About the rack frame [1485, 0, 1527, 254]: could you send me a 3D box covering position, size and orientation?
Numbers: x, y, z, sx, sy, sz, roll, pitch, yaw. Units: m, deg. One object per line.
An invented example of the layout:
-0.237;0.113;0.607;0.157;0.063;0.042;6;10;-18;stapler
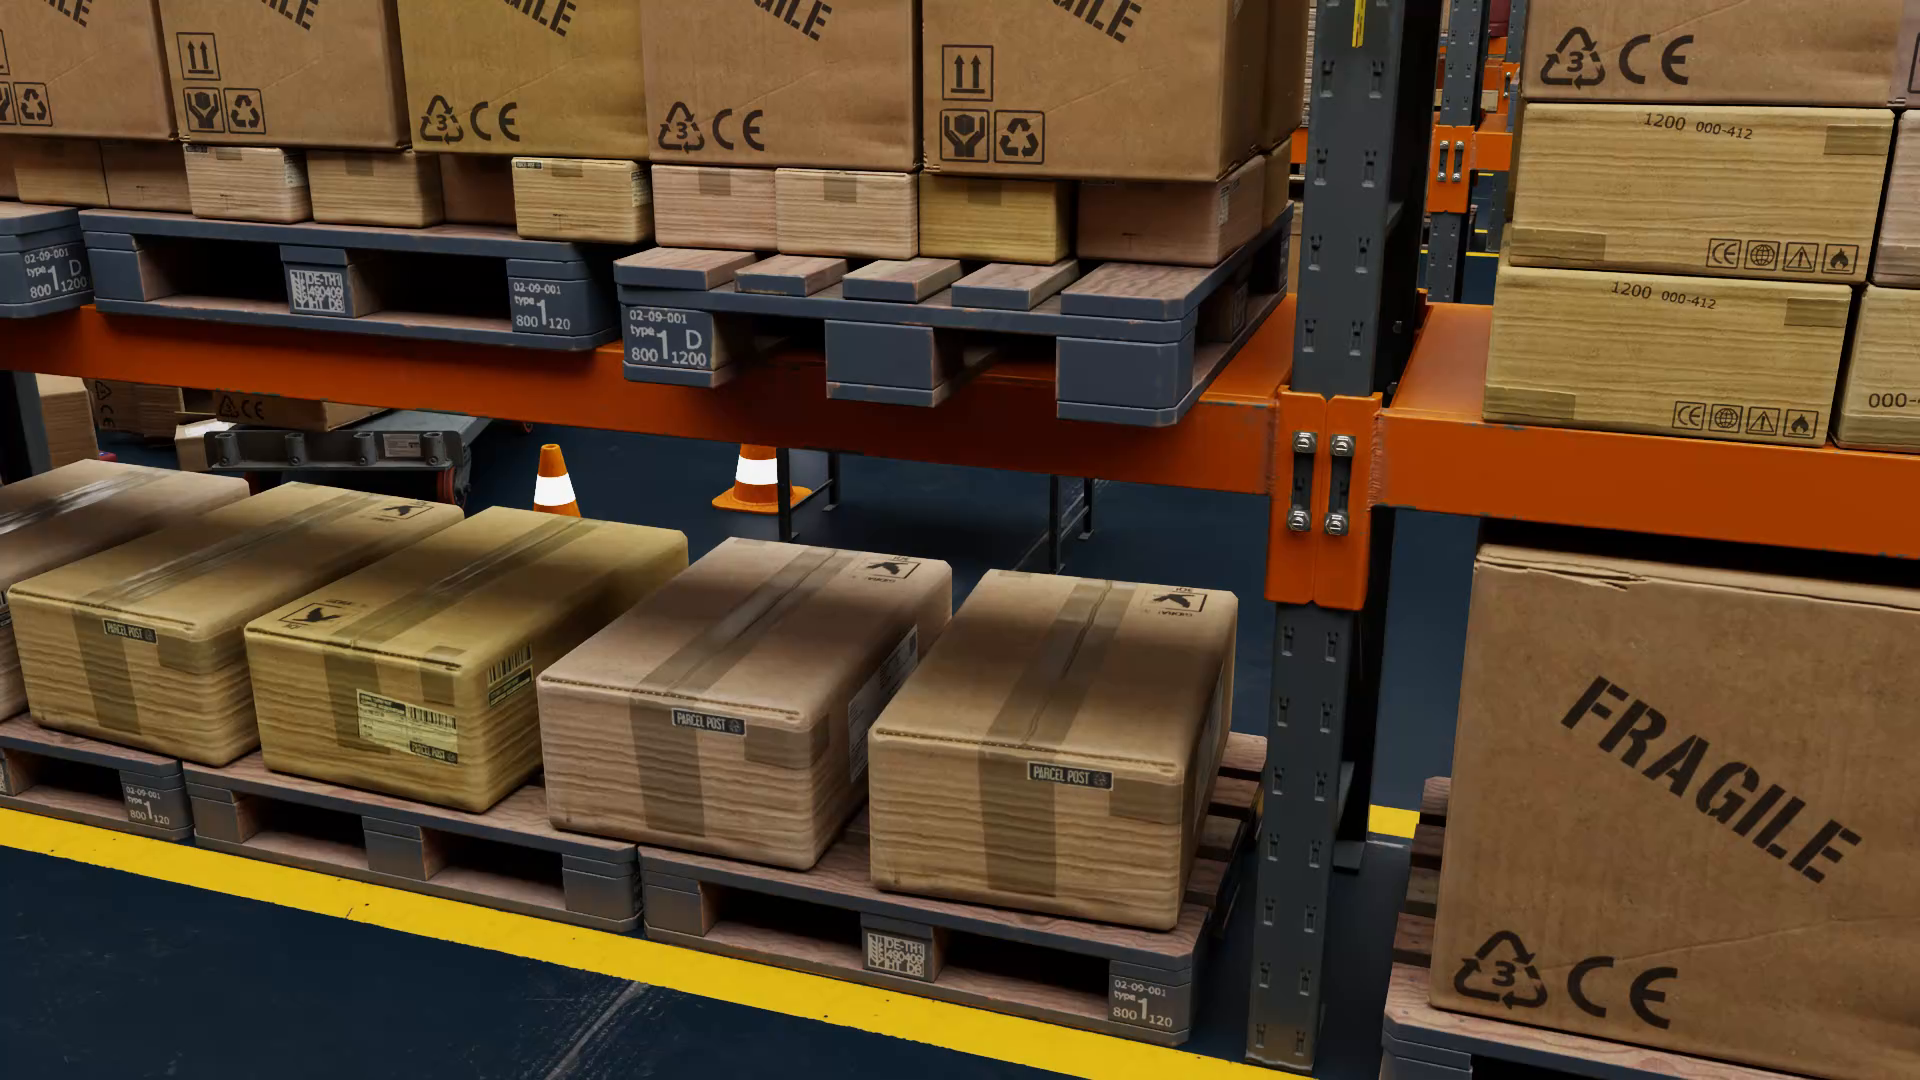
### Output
4.023;-3.642;11.966;0.127;3.000;1.000;7;20;18;rack frame

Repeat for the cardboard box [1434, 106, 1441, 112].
3.380;-3.086;12.363;0.500;0.250;0.500;7;21;20;cardboard box

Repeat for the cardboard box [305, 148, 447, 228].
-1.106;-0.745;3.400;0.250;0.149;0.380;6;20;16;cardboard box

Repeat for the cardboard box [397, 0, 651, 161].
-0.719;-1.016;3.191;0.500;0.500;0.500;5;20;14;cardboard box

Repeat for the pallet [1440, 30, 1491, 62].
3.315;-3.595;12.124;1.003;0.211;1.213;7;20;18;pallet

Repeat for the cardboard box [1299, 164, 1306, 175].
2.855;-2.791;12.656;0.500;0.500;0.700;5;20;14;cardboard box

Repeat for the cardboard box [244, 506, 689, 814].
-1.174;0.257;4.136;0.625;0.372;0.950;7;20;20;cardboard box

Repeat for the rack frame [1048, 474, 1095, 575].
0.400;-0.663;5.698;0.032;1.500;0.500;7;20;18;rack frame

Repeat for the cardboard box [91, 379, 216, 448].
-3.410;-0.809;7.426;0.503;0.637;0.797;7;20;18;cardboard box

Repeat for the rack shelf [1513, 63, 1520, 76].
5.912;-3.086;11.465;4.000;0.370;1.077;7;20;18;rack shelf

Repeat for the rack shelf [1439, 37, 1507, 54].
3.759;-5.058;17.122;4.000;0.370;1.077;7;20;18;rack shelf

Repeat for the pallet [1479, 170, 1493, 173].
4.929;-3.961;17.118;1.213;0.211;1.003;7;20;18;pallet

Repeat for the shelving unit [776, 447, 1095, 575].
-0.081;-0.717;5.856;1.048;1.500;0.538;7;20;18;shelving unit

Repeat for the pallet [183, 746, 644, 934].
-1.116;0.539;4.209;1.213;0.211;1.003;7;20;18;pallet

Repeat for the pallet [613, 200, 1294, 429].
0.062;-0.514;3.284;1.003;0.211;1.213;7;20;18;pallet

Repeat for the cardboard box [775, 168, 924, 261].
-0.146;-0.622;3.047;0.250;0.149;0.380;6;20;18;cardboard box

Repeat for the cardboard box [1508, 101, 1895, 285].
1.168;-0.594;2.692;0.500;0.250;0.500;6;20;18;cardboard box

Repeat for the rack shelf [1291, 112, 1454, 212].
0.410;-1.987;8.312;4.000;0.370;1.077;7;20;18;rack shelf

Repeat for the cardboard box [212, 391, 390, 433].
-2.452;-0.726;6.250;0.500;0.500;0.500;7;20;18;cardboard box

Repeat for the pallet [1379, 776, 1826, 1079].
1.491;0.865;3.274;1.213;0.211;1.003;7;20;18;pallet

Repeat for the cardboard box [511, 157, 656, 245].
-0.646;-0.677;3.205;0.250;0.149;0.380;7;20;19;cardboard box

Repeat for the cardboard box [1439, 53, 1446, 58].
7.754;-7.443;26.000;0.500;0.500;0.700;6;20;18;cardboard box

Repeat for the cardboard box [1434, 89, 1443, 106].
6.212;-5.657;21.287;0.500;0.250;0.500;6;20;17;cardboard box

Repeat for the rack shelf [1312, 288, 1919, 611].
2.660;-0.005;2.625;4.000;0.370;1.077;7;20;18;rack shelf

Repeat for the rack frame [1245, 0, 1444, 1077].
0.771;-0.560;3.127;0.127;3.000;1.000;7;20;18;rack frame

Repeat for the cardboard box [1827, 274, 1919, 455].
1.641;-0.309;2.632;0.500;0.250;0.500;6;20;16;cardboard box

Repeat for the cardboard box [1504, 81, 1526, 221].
1.312;-0.752;3.146;0.500;0.250;0.500;6;20;18;cardboard box

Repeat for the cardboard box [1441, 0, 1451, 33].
3.500;-3.933;12.012;0.500;0.500;0.500;4;20;11;cardboard box

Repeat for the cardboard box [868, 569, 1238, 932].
0.240;0.418;3.674;0.625;0.372;0.950;5;20;14;cardboard box

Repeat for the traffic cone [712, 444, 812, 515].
-0.775;-0.376;6.450;0.334;0.463;0.336;7;20;18;traffic cone

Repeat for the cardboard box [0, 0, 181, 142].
-1.723;-1.127;3.511;0.500;0.500;0.500;6;20;18;cardboard box

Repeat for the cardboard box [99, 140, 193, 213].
-1.601;-0.810;3.585;0.250;0.149;0.380;7;20;18;cardboard box

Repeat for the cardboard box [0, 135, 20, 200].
-2.064;-0.878;3.781;0.250;0.149;0.380;8;21;22;cardboard box

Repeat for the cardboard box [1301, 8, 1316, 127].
1.786;-2.123;7.457;0.500;0.500;0.500;7;20;18;cardboard box

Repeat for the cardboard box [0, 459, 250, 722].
-2.512;0.106;4.569;0.625;0.372;0.950;7;20;19;cardboard box

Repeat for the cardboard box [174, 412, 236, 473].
-3.073;-0.457;6.983;0.396;0.266;0.258;-7;20;-20;cardboard box

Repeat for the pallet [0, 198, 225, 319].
-2.334;-0.774;4.031;1.213;0.211;1.003;7;20;18;pallet

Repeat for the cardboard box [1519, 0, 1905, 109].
1.156;-0.950;2.575;0.500;0.500;0.500;6;20;16;cardboard box

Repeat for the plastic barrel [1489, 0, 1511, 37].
5.110;-5.202;16.235;0.708;0.536;0.600;7;20;18;plastic barrel

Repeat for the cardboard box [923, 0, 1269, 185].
0.250;-0.909;2.885;0.500;0.500;0.500;6;20;16;cardboard box

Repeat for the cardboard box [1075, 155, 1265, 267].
0.384;-0.602;2.991;0.250;0.149;0.380;7;21;20;cardboard box
